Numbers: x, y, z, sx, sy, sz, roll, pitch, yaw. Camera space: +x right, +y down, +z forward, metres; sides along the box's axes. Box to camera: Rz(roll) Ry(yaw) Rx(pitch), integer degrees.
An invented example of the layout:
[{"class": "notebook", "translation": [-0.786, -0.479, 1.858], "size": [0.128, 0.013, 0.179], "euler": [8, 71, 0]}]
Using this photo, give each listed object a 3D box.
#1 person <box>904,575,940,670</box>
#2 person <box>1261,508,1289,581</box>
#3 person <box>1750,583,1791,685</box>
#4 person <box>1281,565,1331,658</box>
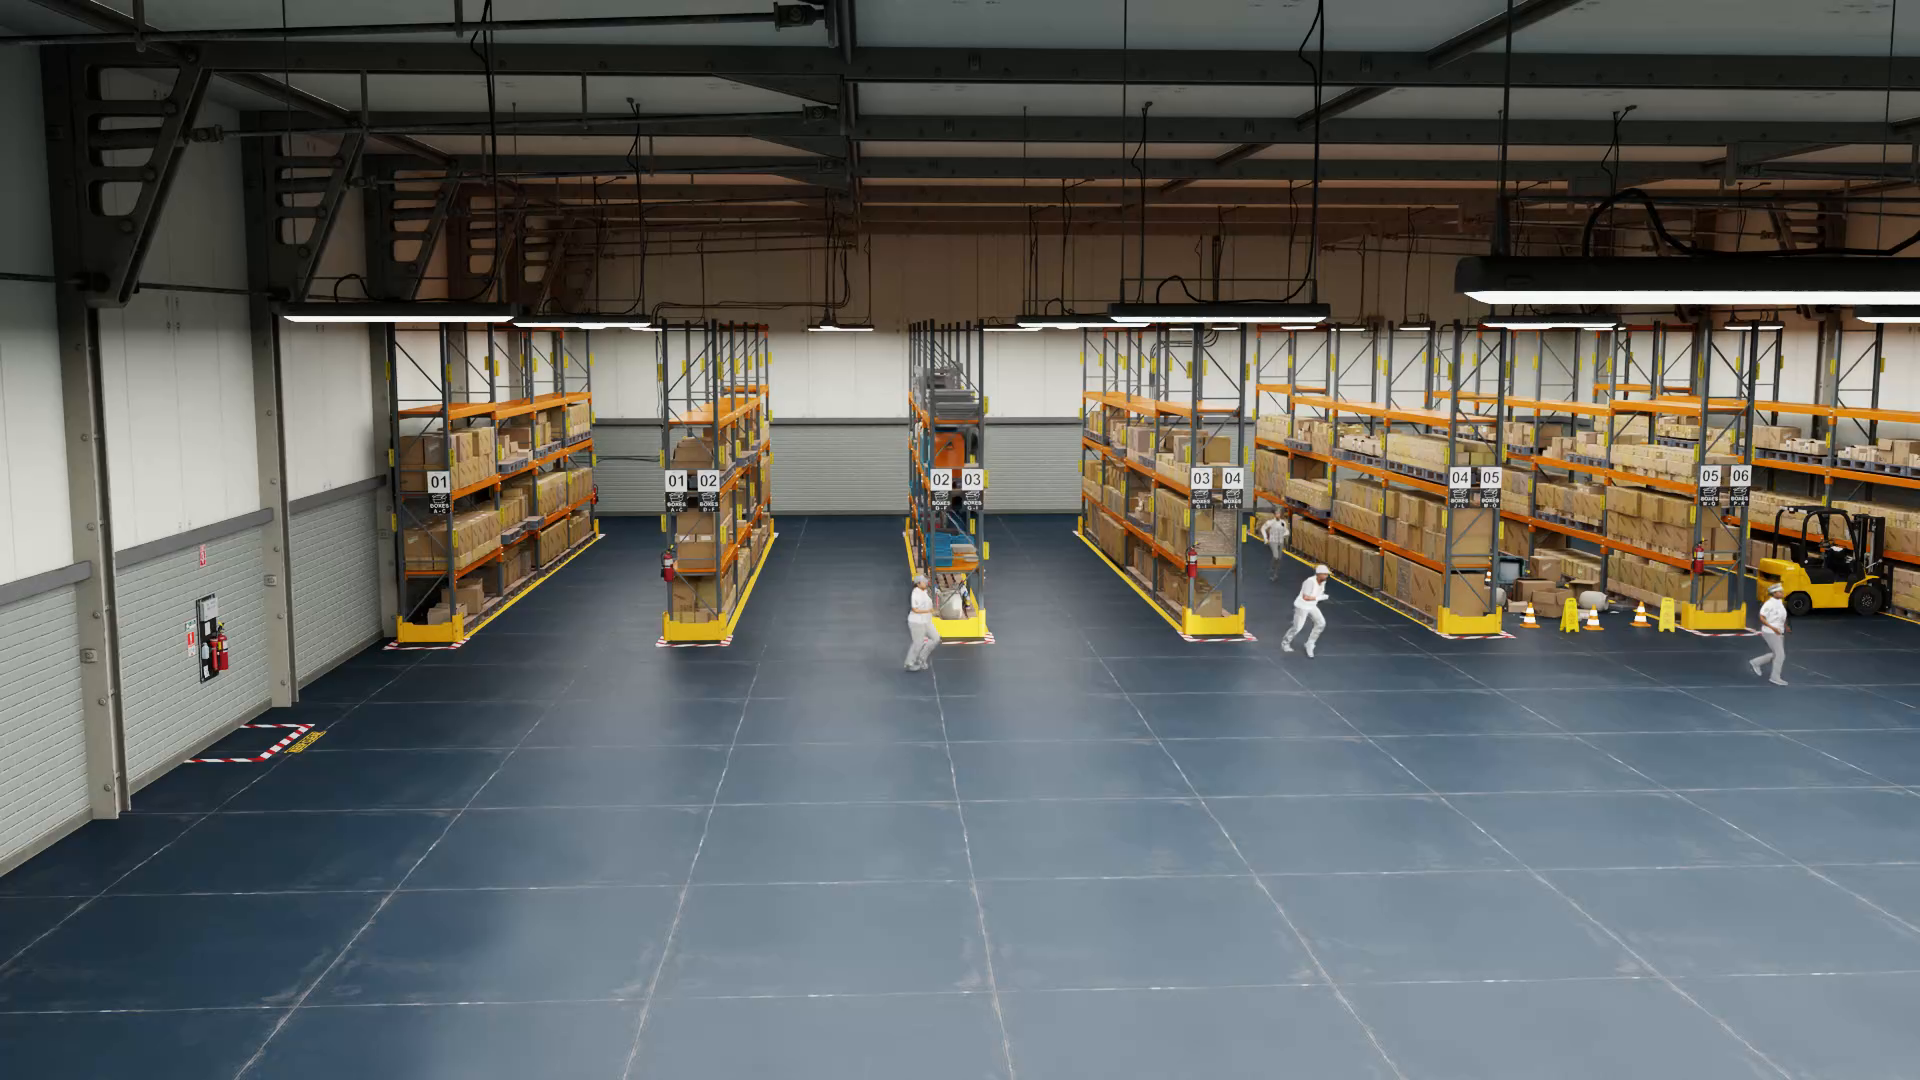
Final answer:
[{"class": "person", "translation": [-0.630, 1.417, 28.346], "size": [0.665, 1.660, 0.571], "euler": [3, 8, 22]}, {"class": "person", "translation": [7.395, 0.097, 38.828], "size": [0.580, 1.715, 0.685], "euler": [-2, 7, -13]}, {"class": "person", "translation": [13.343, 1.524, 27.397], "size": [0.586, 1.682, 0.654], "euler": [-7, 10, -43]}, {"class": "person", "translation": [6.198, 1.254, 29.663], "size": [0.981, 1.704, 0.728], "euler": [7, 10, 43]}]
